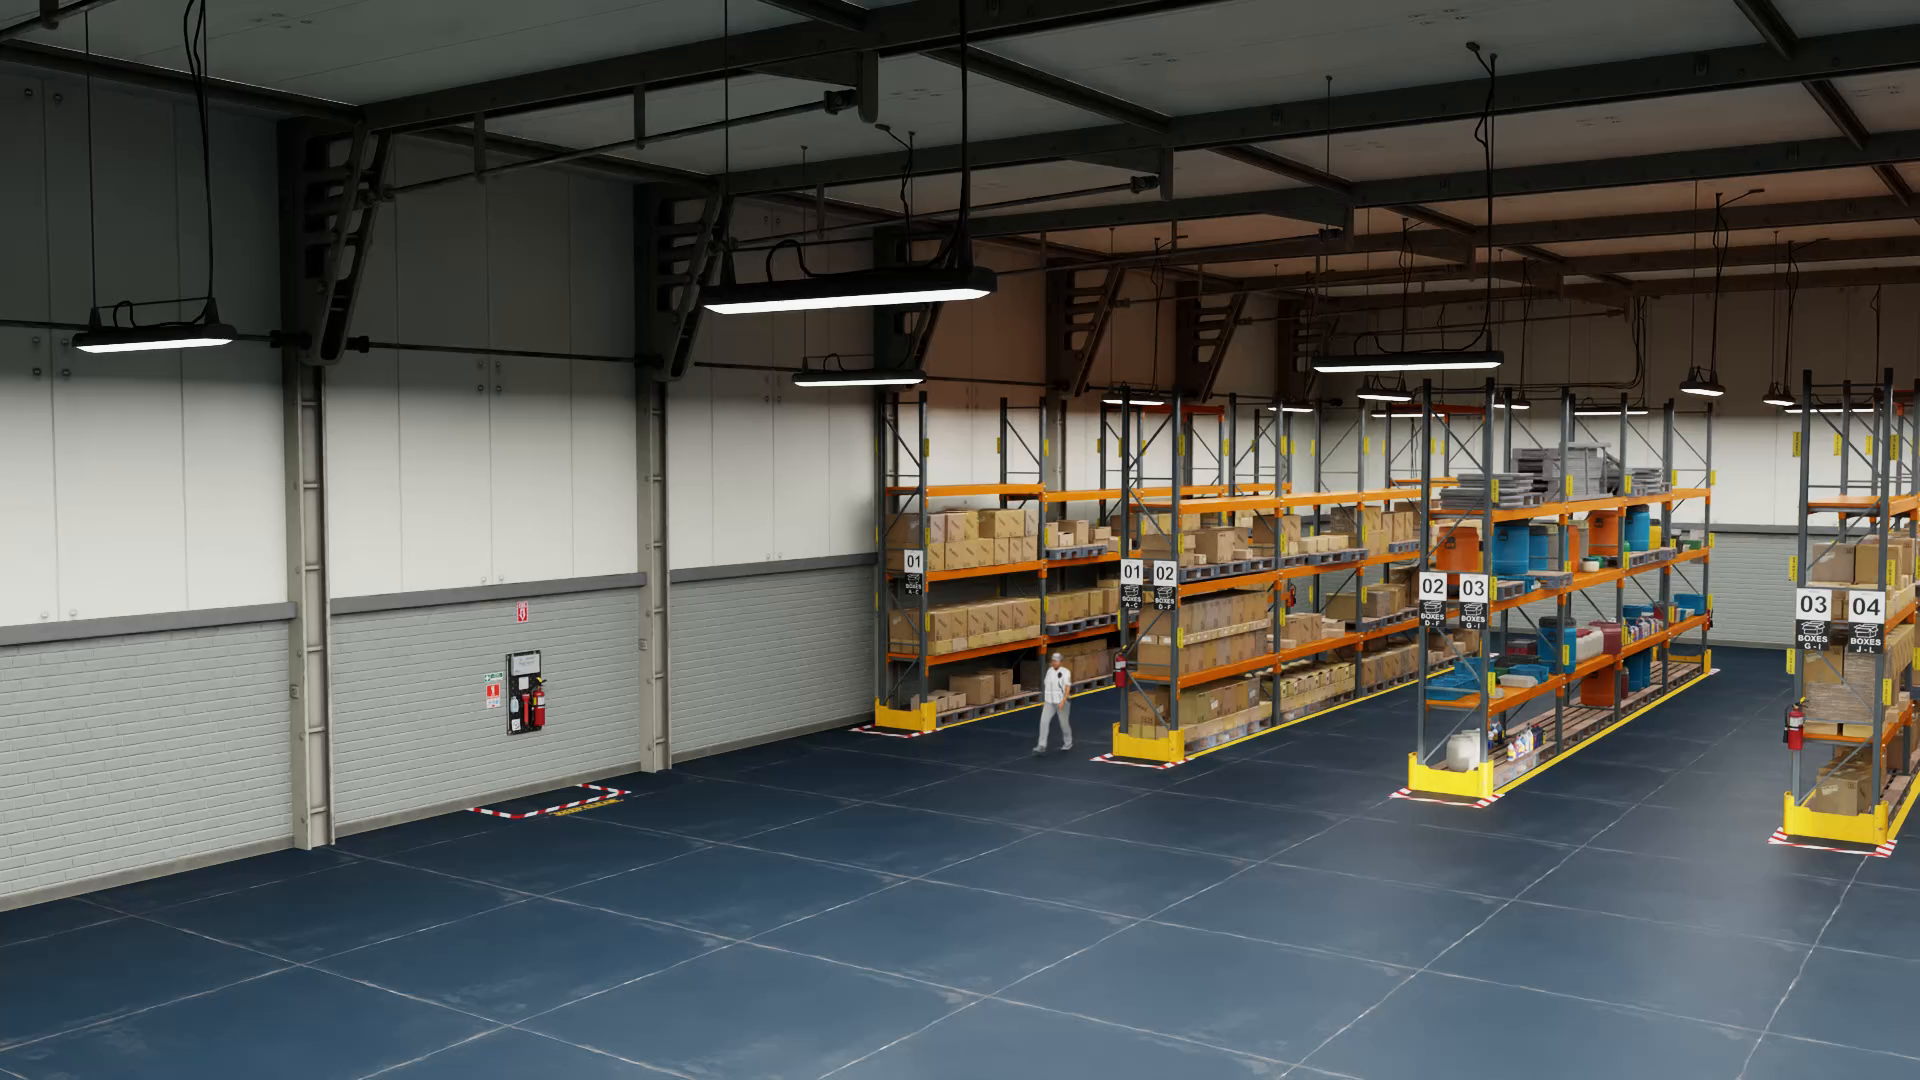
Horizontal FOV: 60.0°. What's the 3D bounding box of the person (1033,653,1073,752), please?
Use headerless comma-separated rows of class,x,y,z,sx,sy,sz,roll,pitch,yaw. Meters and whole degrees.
person,1.560,2.663,27.223,0.497,1.617,0.955,2,4,30
